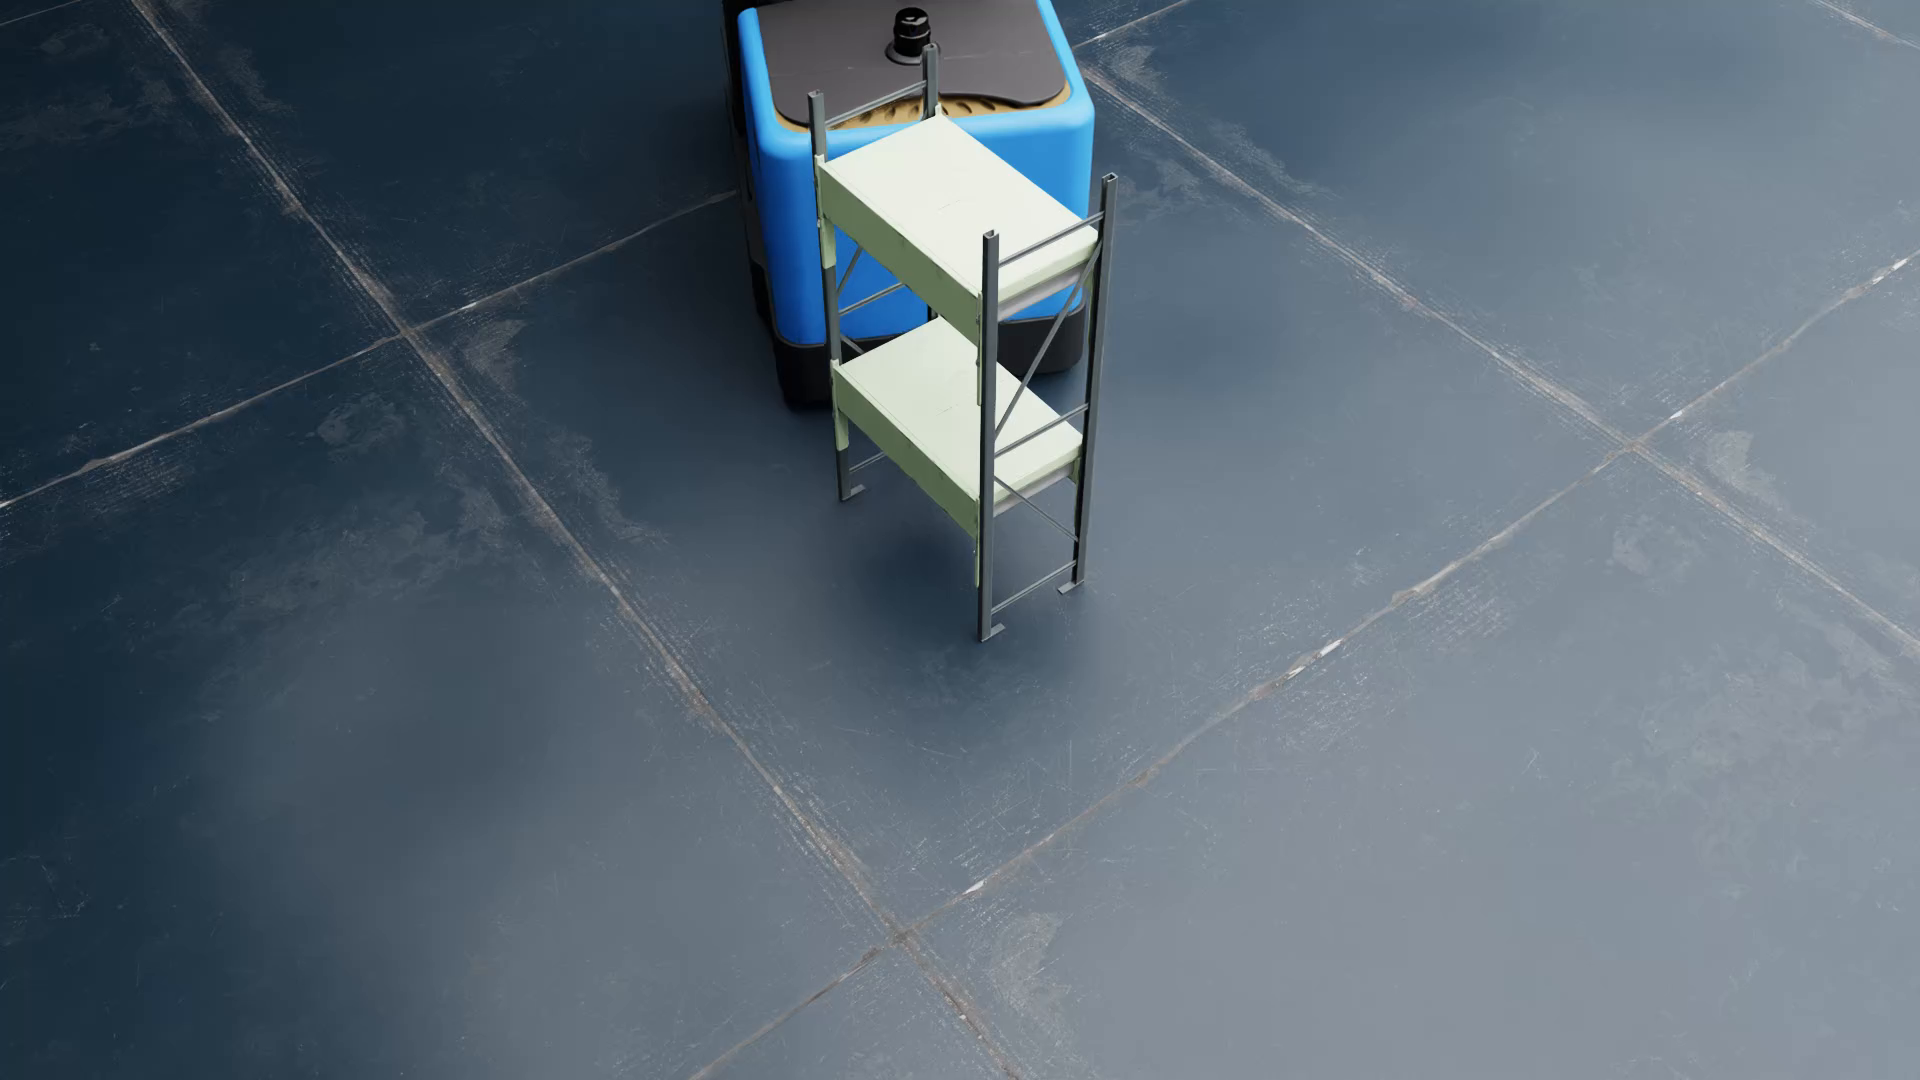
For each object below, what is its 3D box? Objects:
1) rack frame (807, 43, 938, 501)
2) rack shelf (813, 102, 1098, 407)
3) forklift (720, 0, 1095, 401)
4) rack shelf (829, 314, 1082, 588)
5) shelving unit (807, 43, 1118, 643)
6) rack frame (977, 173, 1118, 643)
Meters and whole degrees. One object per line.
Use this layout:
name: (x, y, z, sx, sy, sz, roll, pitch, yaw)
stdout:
rack frame: (-0.226, -0.723, 4.894, 0.400, 1.500, 0.023, -29, 54, -24)
rack shelf: (-0.004, -0.770, 4.409, 0.431, 0.370, 0.720, -29, 54, -24)
forklift: (-0.345, -2.561, 5.593, 1.130, 2.935, 3.031, -8, 48, -7)
rack shelf: (-0.004, -0.289, 4.939, 0.431, 0.370, 0.720, -29, 54, -24)
shelving unit: (-0.004, -0.508, 4.698, 0.431, 1.500, 0.755, -29, 54, -24)
rack frame: (0.218, -0.292, 4.502, 0.400, 1.500, 0.023, -29, 54, -24)
